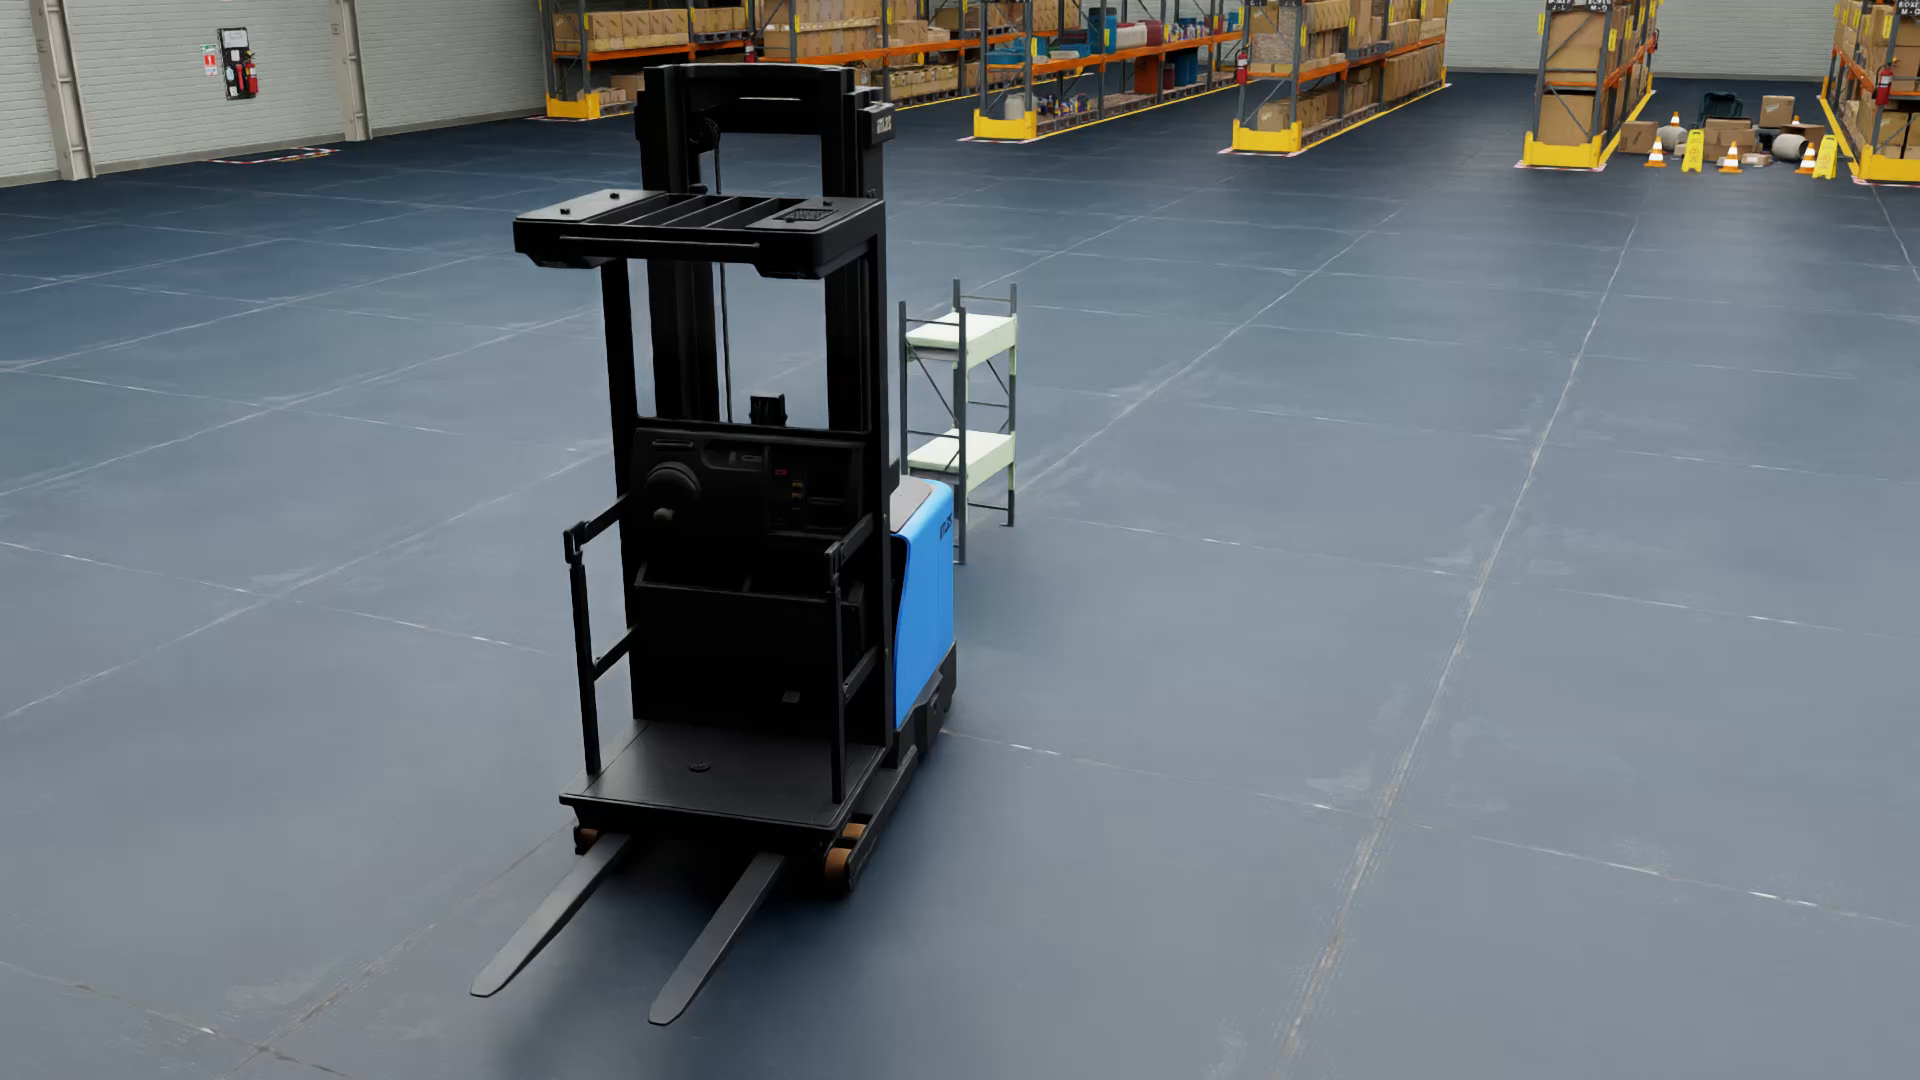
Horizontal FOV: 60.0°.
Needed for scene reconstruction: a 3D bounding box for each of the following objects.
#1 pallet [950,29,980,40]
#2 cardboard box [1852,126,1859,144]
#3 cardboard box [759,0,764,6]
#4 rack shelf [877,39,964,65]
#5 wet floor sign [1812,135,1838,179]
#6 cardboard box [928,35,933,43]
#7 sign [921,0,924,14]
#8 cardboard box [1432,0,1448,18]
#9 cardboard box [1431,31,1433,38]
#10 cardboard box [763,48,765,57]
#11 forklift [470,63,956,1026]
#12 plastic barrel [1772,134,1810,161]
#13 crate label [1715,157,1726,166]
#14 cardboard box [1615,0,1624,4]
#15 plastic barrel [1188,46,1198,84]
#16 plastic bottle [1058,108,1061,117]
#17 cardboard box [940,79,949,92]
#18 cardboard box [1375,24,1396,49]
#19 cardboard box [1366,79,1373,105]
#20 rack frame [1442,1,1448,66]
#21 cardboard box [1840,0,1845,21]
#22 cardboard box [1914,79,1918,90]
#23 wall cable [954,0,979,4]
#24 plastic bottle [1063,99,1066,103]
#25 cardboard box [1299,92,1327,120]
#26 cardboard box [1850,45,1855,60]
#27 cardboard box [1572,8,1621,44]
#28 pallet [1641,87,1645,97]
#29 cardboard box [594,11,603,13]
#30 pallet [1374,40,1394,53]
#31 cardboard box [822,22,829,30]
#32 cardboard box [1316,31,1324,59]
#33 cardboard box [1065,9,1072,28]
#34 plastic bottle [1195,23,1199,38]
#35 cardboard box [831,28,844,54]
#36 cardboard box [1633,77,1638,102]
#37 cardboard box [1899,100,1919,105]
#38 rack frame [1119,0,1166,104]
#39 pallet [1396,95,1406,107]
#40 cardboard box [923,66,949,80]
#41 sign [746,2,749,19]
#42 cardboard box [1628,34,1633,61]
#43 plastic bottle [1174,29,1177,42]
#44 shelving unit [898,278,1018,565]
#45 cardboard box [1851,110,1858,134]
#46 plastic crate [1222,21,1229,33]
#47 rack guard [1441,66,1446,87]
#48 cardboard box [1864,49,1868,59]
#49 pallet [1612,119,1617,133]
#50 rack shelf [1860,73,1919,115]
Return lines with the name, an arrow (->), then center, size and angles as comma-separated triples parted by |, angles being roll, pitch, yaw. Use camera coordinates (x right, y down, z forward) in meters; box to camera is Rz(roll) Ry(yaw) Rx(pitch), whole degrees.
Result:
pallet -> -0.173, -12.219, 40.137 | 1.213, 0.211, 1.003 | 9, 21, 23
cardboard box -> 15.565, -6.909, 28.395 | 0.500, 0.250, 0.500 | 8, 21, 20
cardboard box -> -5.021, -13.222, 40.896 | 0.380, 0.149, 0.250 | 6, 20, 16
rack shelf -> -1.205, -11.142, 37.896 | 1.077, 0.370, 4.000 | 9, 21, 23
wet floor sign -> 13.361, -5.906, 25.614 | 0.267, 0.644, 0.232 | 18, 26, 41
cardboard box -> -0.857, -11.577, 38.419 | 0.380, 0.149, 0.250 | 10, 22, 27
sign -> -0.885, -12.672, 39.515 | 0.100, 0.325, 0.005 | 9, 21, 23
cardboard box -> 11.966, -13.416, 41.876 | 0.500, 0.500, 0.500 | 9, 21, 23
cardboard box -> 11.349, -12.358, 40.617 | 0.380, 0.149, 0.250 | 8, 21, 21
cardboard box -> -4.486, -12.163, 42.274 | 0.750, 0.750, 0.750 | 8, 21, 22
forklift -> -0.866, -0.200, 6.156 | 1.130, 2.935, 3.031 | 5, 20, 13
plastic barrel -> 13.879, -6.552, 27.761 | 0.421, 0.421, 0.512 | -9, 22, -24
crate label -> 12.527, -6.184, 27.152 | 0.250, 0.136, 0.298 | -2, 20, -5
cardboard box -> 14.717, -12.083, 37.382 | 0.500, 0.500, 0.500 | 8, 21, 21
plastic barrel -> 5.531, -11.680, 40.839 | 0.600, 0.901, 0.708 | 9, 21, 23
plastic bottle -> 1.924, -8.398, 32.626 | 0.097, 0.201, 0.097 | 0, 20, 0
cardboard box -> -0.587, -10.643, 38.895 | 0.500, 0.250, 0.500 | 8, 21, 22
cardboard box -> 9.097, -10.891, 35.966 | 0.500, 0.500, 0.500 | 9, 22, 24
cardboard box -> 8.394, -9.554, 35.431 | 0.700, 0.500, 0.500 | 7, 21, 20
rack frame -> 11.926, -13.178, 42.546 | 1.000, 3.000, 0.127 | 9, 21, 23
cardboard box -> 20.101, -11.911, 37.343 | 0.500, 0.500, 0.500 | 8, 21, 22
cardboard box -> 14.833, -6.963, 25.446 | 0.380, 0.149, 0.250 | 9, 21, 24
wall cable -> 1.011, -18.260, 52.518 | 3.097, 2.526, 0.112 | 9, 21, 23
plastic bottle -> 2.114, -8.688, 33.319 | 0.061, 0.283, 0.133 | 9, 21, 23
cardboard box -> 6.811, -8.413, 32.251 | 0.500, 0.500, 0.500 | 8, 21, 21
cardboard box -> 17.661, -9.492, 32.406 | 0.500, 0.250, 0.500 | 8, 21, 21
cardboard box -> 10.539, -8.596, 27.828 | 0.875, 0.550, 0.550 | 9, 21, 23
pallet -> 16.013, -10.886, 40.263 | 1.003, 0.211, 1.213 | 9, 21, 23
cardboard box -> -7.761, -11.102, 35.785 | 0.500, 0.500, 0.500 | 8, 21, 21
pallet -> 8.455, -10.409, 35.048 | 1.213, 0.211, 1.003 | 9, 21, 23
cardboard box -> -2.884, -10.406, 33.635 | 0.380, 0.149, 0.250 | 8, 21, 21
cardboard box -> 6.179, -9.106, 30.503 | 0.875, 0.500, 0.500 | 9, 21, 23
cardboard box -> 2.745, -14.252, 45.417 | 0.500, 0.500, 0.500 | 9, 21, 23
plastic bottle -> 5.691, -12.285, 40.111 | 0.144, 0.351, 0.185 | 9, 21, 23
cardboard box -> -2.828, -10.309, 34.330 | 0.700, 0.500, 0.500 | 9, 22, 24
cardboard box -> 14.488, -9.846, 36.282 | 0.500, 0.500, 0.500 | 8, 21, 21
cardboard box -> 15.849, -7.032, 27.623 | 0.500, 0.500, 0.500 | 9, 21, 24
rack frame -> 4.131, -11.412, 37.581 | 1.000, 3.000, 0.127 | 9, 21, 23
pallet -> 9.542, -10.021, 37.830 | 1.003, 0.211, 1.213 | 9, 21, 23
cardboard box -> -0.583, -10.905, 38.797 | 0.500, 0.311, 0.500 | 8, 21, 22
sign -> -4.152, -10.383, 32.606 | 0.100, 0.325, 0.005 | 9, 21, 23
cardboard box -> 12.578, -9.431, 31.862 | 0.500, 0.500, 0.500 | 9, 21, 24
plastic bottle -> 4.984, -11.691, 38.541 | 0.061, 0.283, 0.133 | 9, 21, 23
shelving unit -> -0.003, -0.705, 9.712 | 0.431, 1.500, 0.755 | 9, 21, 23
cardboard box -> 16.557, -7.490, 29.849 | 0.950, 0.372, 0.625 | 10, 22, 26
plastic crate -> 6.562, -13.048, 42.270 | 0.437, 0.282, 0.530 | 9, 21, 23
rack guard -> 11.935, -12.007, 42.986 | 1.175, 0.500, 0.348 | 9, 21, 23
cardboard box -> 16.209, -8.586, 29.384 | 0.380, 0.149, 0.250 | 8, 21, 22
pallet -> 12.241, -8.105, 32.443 | 1.003, 0.211, 1.213 | 9, 21, 23
rack shelf -> 15.234, -7.199, 26.809 | 1.077, 0.370, 4.000 | 9, 21, 23
